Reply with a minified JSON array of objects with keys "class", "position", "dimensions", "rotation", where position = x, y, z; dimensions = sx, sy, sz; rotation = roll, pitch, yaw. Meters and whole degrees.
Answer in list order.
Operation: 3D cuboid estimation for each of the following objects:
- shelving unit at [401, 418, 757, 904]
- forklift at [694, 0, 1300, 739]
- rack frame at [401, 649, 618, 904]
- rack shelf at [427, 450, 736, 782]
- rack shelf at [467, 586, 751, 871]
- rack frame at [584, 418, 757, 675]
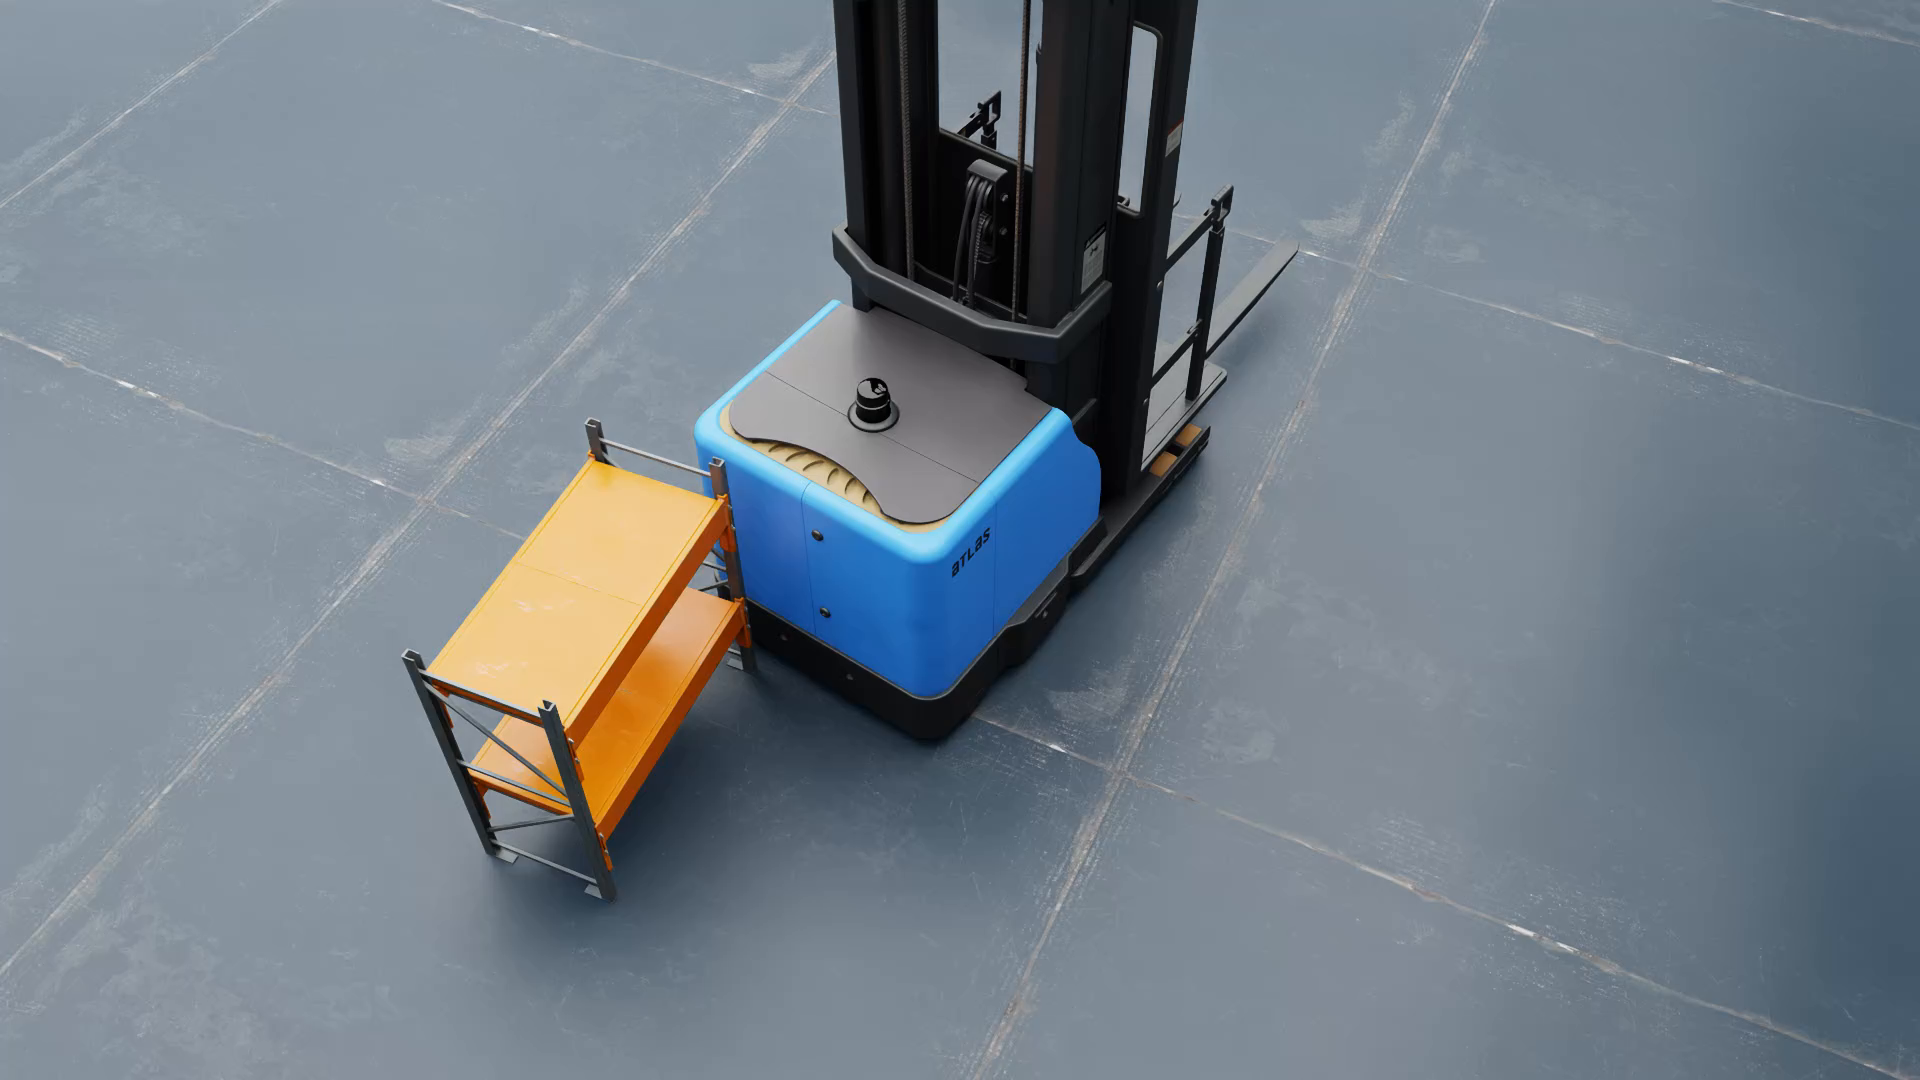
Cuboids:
[{"class":"shelving unit","position":[-1.183,0.405,5.482],"dimensions":[0.538,1.125,1.048],"rotation":[18,52,14]},{"class":"forklift","position":[0.364,-1.339,5.780],"dimensions":[1.130,2.935,3.031],"rotation":[28,55,22]},{"class":"rack frame","position":[-1.378,0.763,5.178],"dimensions":[0.500,1.125,0.032],"rotation":[18,52,14]},{"class":"rack shelf","position":[-1.183,0.216,5.259],"dimensions":[0.538,0.278,1.000],"rotation":[18,52,14]},{"class":"rack shelf","position":[-1.183,0.564,5.668],"dimensions":[0.538,0.278,1.000],"rotation":[18,52,14]},{"class":"rack frame","position":[-0.987,0.048,5.786],"dimensions":[0.500,1.125,0.032],"rotation":[18,52,14]}]
